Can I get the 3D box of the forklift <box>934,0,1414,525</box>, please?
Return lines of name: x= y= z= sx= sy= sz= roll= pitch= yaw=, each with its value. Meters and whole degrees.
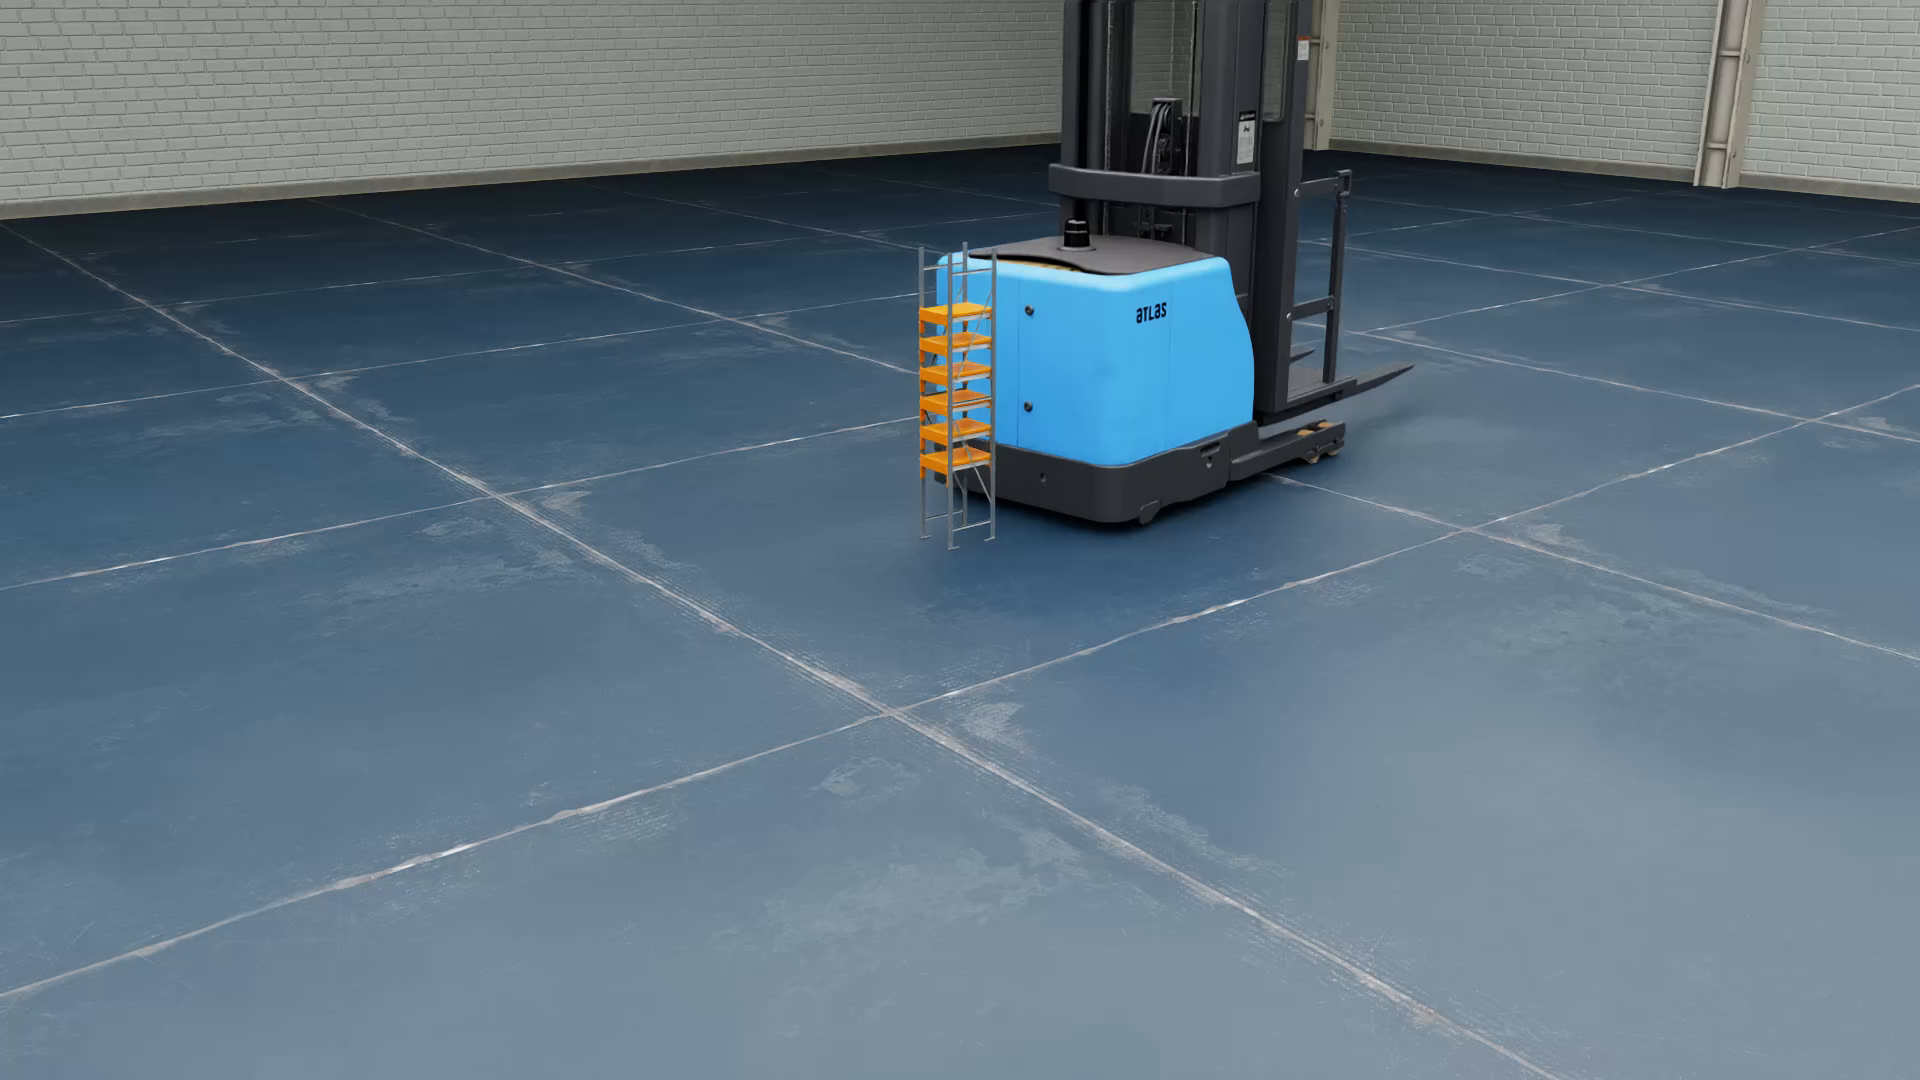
forklift: x=1.228 y=-1.846 z=7.774 sx=1.130 sy=2.935 sz=3.031 roll=15 pitch=24 yaw=38

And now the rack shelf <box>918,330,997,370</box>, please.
rack shelf: x=-0.009 y=-0.759 z=6.623 sx=0.258 sy=0.103 sz=0.180 roll=-14 pitch=23 yaw=-36

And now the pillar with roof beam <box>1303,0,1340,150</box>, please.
pillar with roof beam: x=1.640 y=-9.003 z=19.737 sx=9.100 sy=9.000 sz=0.400 roll=-14 pitch=23 yaw=-36

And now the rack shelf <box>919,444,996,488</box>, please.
rack shelf: x=-0.009 y=-0.303 z=6.774 sx=0.258 sy=0.103 sz=0.180 roll=-14 pitch=23 yaw=-36

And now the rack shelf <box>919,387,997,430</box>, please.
rack shelf: x=-0.009 y=-0.531 z=6.699 sx=0.258 sy=0.103 sz=0.180 roll=-14 pitch=23 yaw=-36

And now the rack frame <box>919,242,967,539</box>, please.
rack frame: x=-0.066 y=-0.596 z=6.753 sx=0.240 sy=1.200 sz=0.006 roll=-14 pitch=23 yaw=-36

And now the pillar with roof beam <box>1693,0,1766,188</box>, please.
pillar with roof beam: x=5.365 y=-7.525 z=15.272 sx=9.100 sy=9.000 sz=0.400 roll=-14 pitch=23 yaw=-36

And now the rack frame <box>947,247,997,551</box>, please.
rack frame: x=0.048 y=-0.551 z=6.617 sx=0.240 sy=1.200 sz=0.006 roll=-14 pitch=23 yaw=-36

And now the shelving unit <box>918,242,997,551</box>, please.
shelving unit: x=-0.009 y=-0.573 z=6.685 sx=0.258 sy=1.200 sz=0.189 roll=-14 pitch=23 yaw=-36

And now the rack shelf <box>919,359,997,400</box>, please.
rack shelf: x=-0.009 y=-0.645 z=6.661 sx=0.258 sy=0.103 sz=0.180 roll=-14 pitch=23 yaw=-36

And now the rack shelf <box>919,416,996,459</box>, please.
rack shelf: x=-0.009 y=-0.417 z=6.736 sx=0.258 sy=0.103 sz=0.180 roll=-14 pitch=23 yaw=-36

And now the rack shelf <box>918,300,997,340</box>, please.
rack shelf: x=-0.009 y=-0.873 z=6.585 sx=0.258 sy=0.103 sz=0.180 roll=-14 pitch=23 yaw=-36
